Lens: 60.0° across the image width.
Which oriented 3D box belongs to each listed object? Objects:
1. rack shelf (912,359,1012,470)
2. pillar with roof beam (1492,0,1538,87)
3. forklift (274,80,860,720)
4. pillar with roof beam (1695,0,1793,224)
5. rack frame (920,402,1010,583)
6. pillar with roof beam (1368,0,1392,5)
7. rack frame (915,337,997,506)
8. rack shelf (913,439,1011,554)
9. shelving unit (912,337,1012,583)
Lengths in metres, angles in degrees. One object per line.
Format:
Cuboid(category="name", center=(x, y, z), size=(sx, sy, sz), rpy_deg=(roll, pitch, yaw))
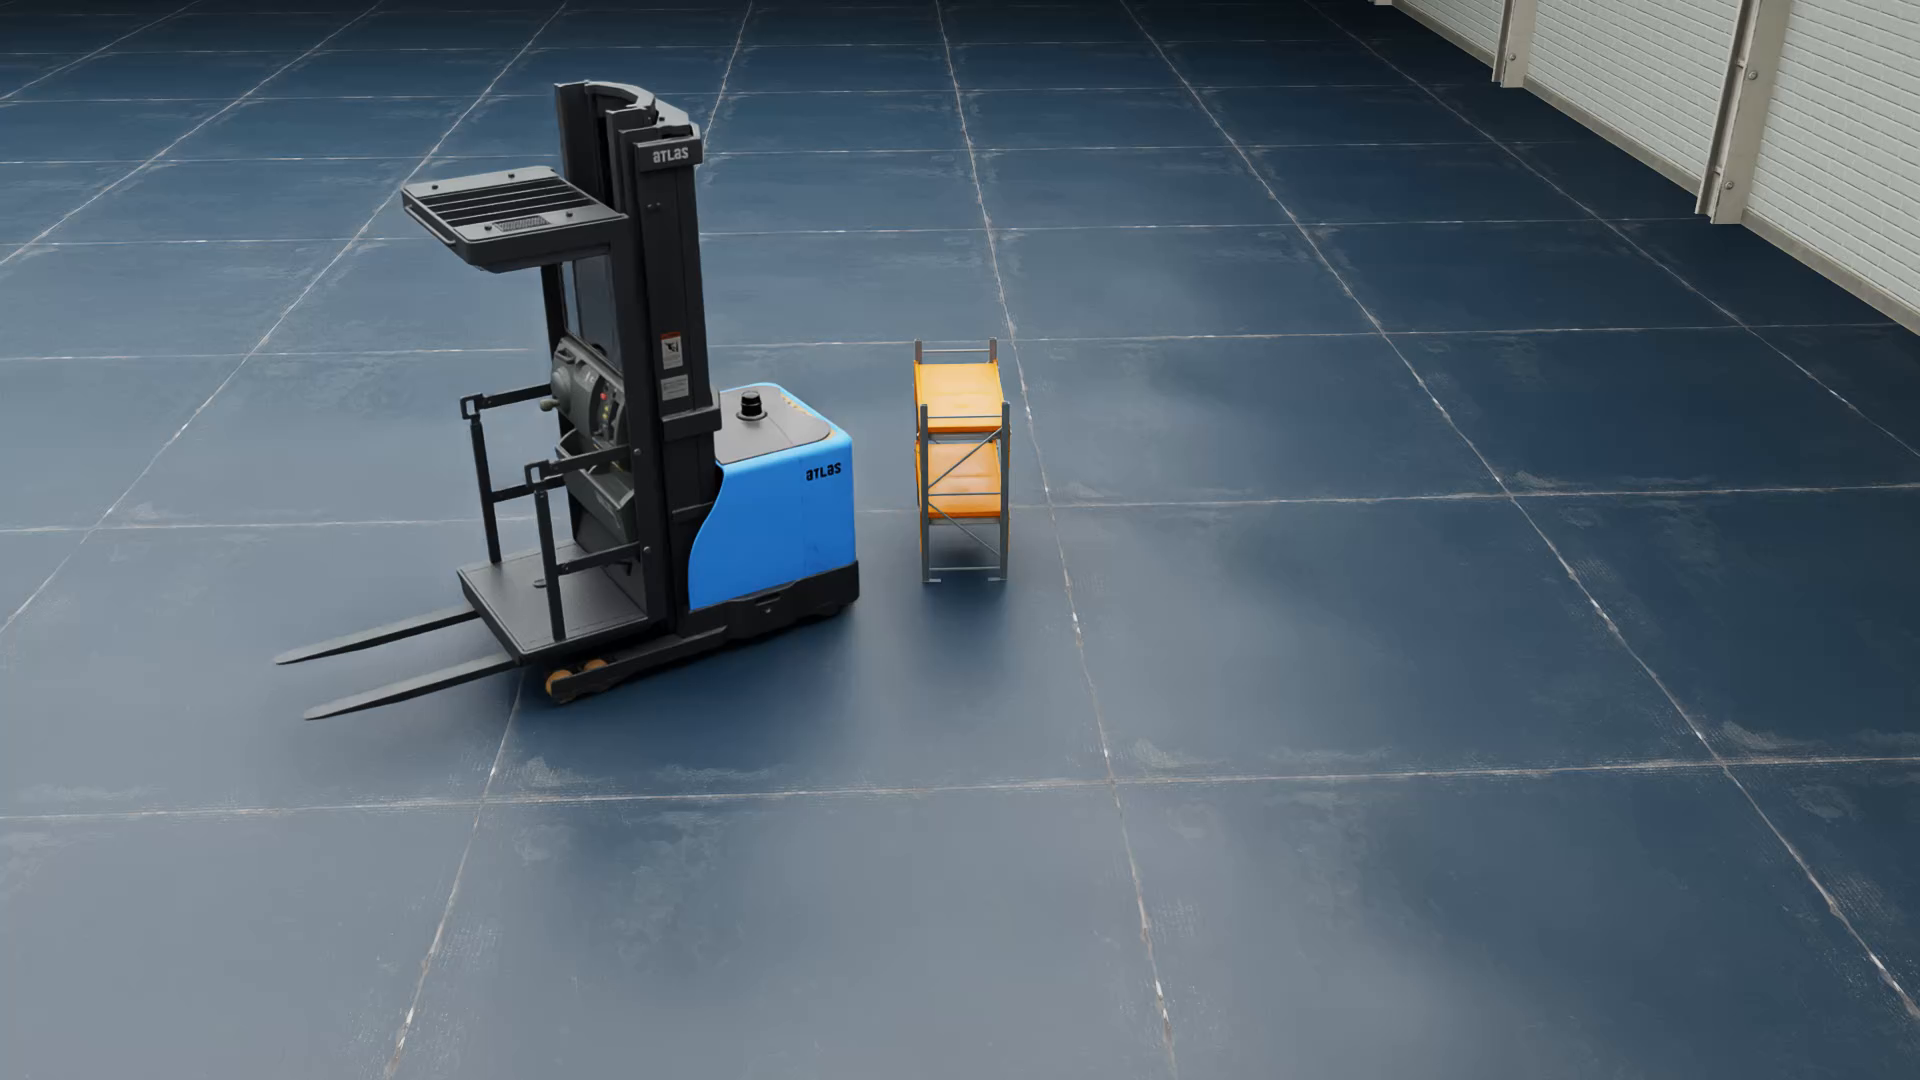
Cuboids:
Cuboid(category="rack shelf", center=(0.000, -0.755, 9.849), size=(0.538, 0.278, 1.000), rpy_deg=(-1, 28, -3))
Cuboid(category="pillar with roof beam", center=(2.829, -9.816, 19.340), size=(9.100, 9.000, 0.400), rpy_deg=(-1, 28, -3))
Cuboid(category="forklift", center=(-2.091, -0.734, 8.488), size=(3.031, 2.935, 1.130), rpy_deg=(-16, 32, -29))
Cuboid(category="pillar with roof beam", center=(3.142, -7.045, 14.027), size=(9.100, 9.000, 0.400), rpy_deg=(-1, 28, -3))
Cuboid(category="rack frame", center=(0.027, -0.261, 9.534), size=(0.500, 1.125, 0.032), rpy_deg=(-1, 28, -3))
Cuboid(category="pillar with roof beam", center=(2.516, -12.587, 24.652), size=(9.100, 9.000, 0.400), rpy_deg=(-1, 28, -3))
Cuboid(category="rack frame", center=(-0.026, -0.730, 10.434), size=(0.500, 1.125, 0.032), rpy_deg=(-1, 28, -3))
Cuboid(category="rack shelf", center=(0.000, -0.279, 10.097), size=(0.538, 0.278, 1.000), rpy_deg=(-1, 28, -3))
Cuboid(category="shelving unit", center=(0.000, -0.496, 9.984), size=(0.538, 1.125, 1.048), rpy_deg=(-1, 28, -3))
